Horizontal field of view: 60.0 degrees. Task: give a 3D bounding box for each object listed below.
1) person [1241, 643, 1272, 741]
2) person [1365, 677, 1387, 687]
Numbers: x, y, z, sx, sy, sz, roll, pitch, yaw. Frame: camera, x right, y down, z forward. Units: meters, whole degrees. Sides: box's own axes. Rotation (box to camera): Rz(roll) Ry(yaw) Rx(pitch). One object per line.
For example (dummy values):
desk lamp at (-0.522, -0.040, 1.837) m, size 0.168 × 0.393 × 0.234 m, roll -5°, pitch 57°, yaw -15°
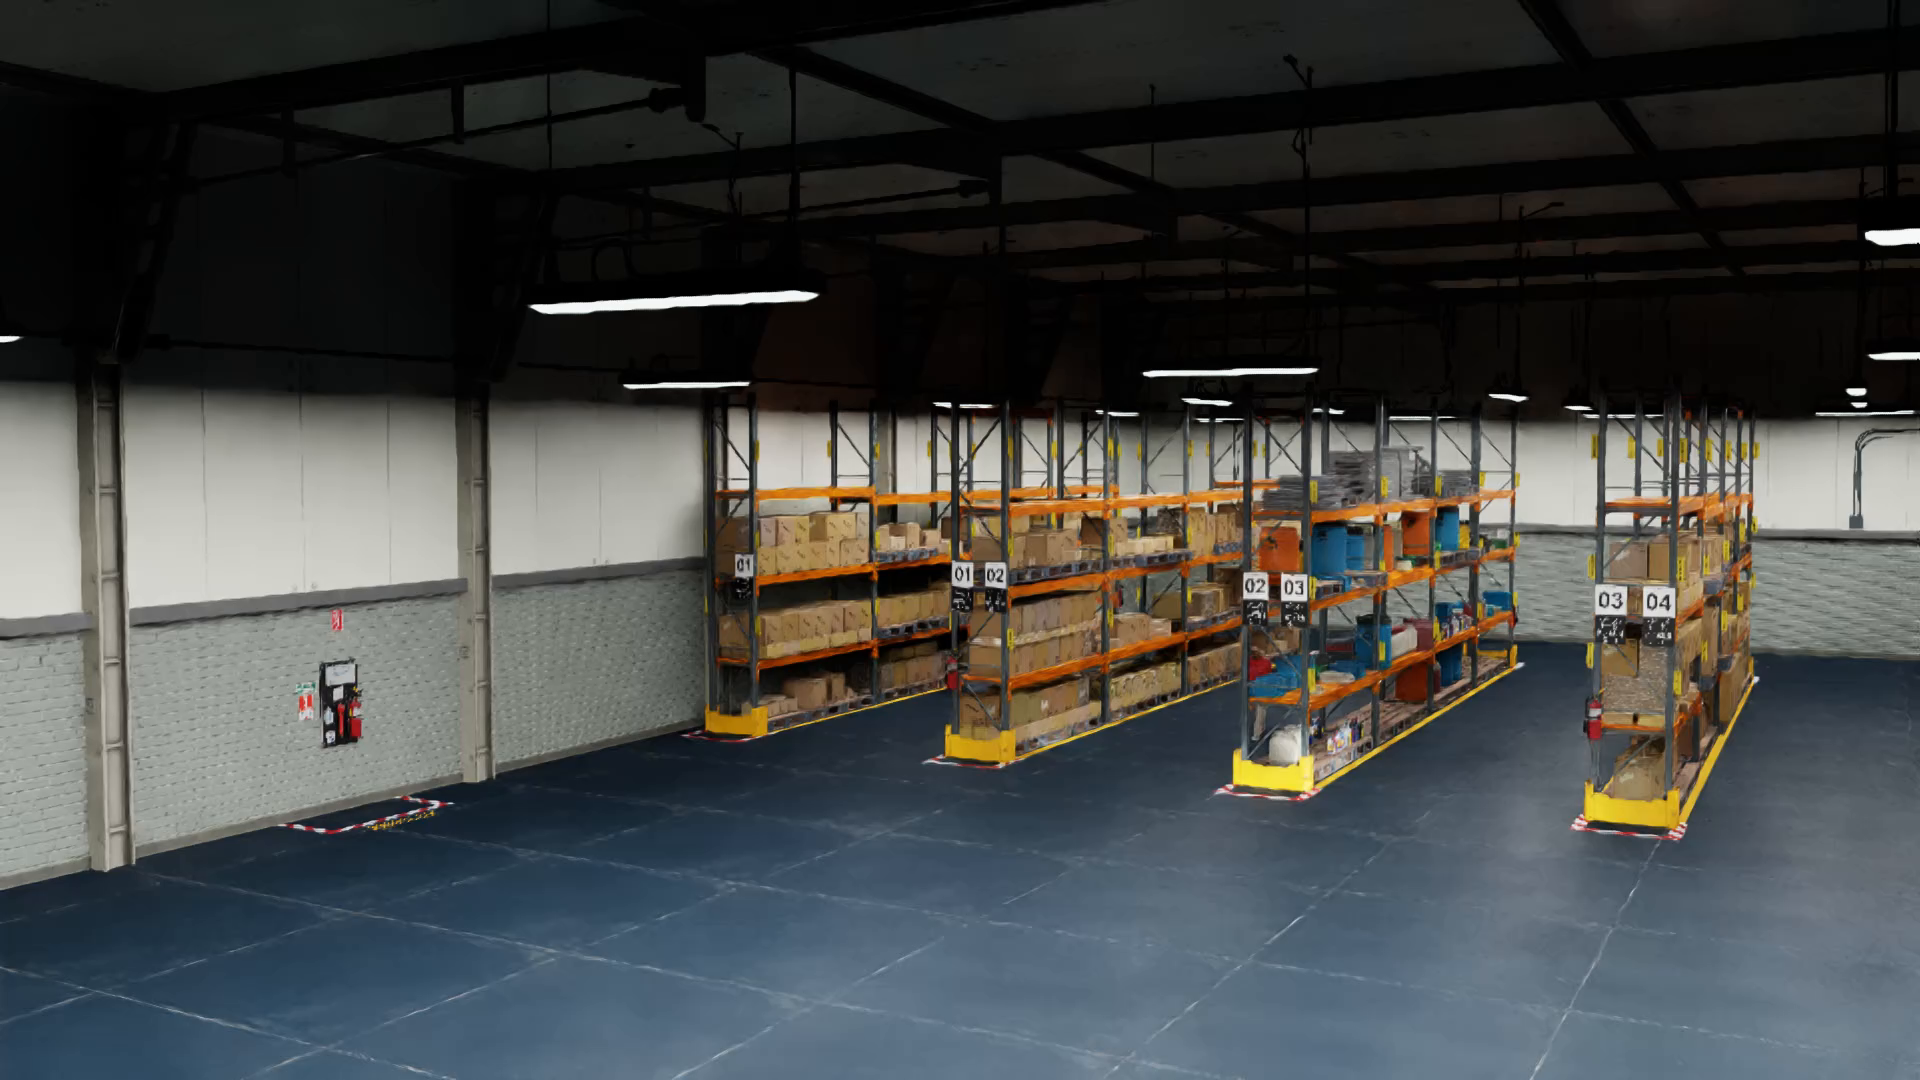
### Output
person at (5.120, 2.606, 28.803) m, size 0.542 × 1.645 × 1.116 m, roll 2°, pitch 4°, yaw 31°
person at (8.719, 2.321, 34.886) m, size 0.625 × 1.611 × 0.582 m, roll 2°, pitch 3°, yaw 27°
